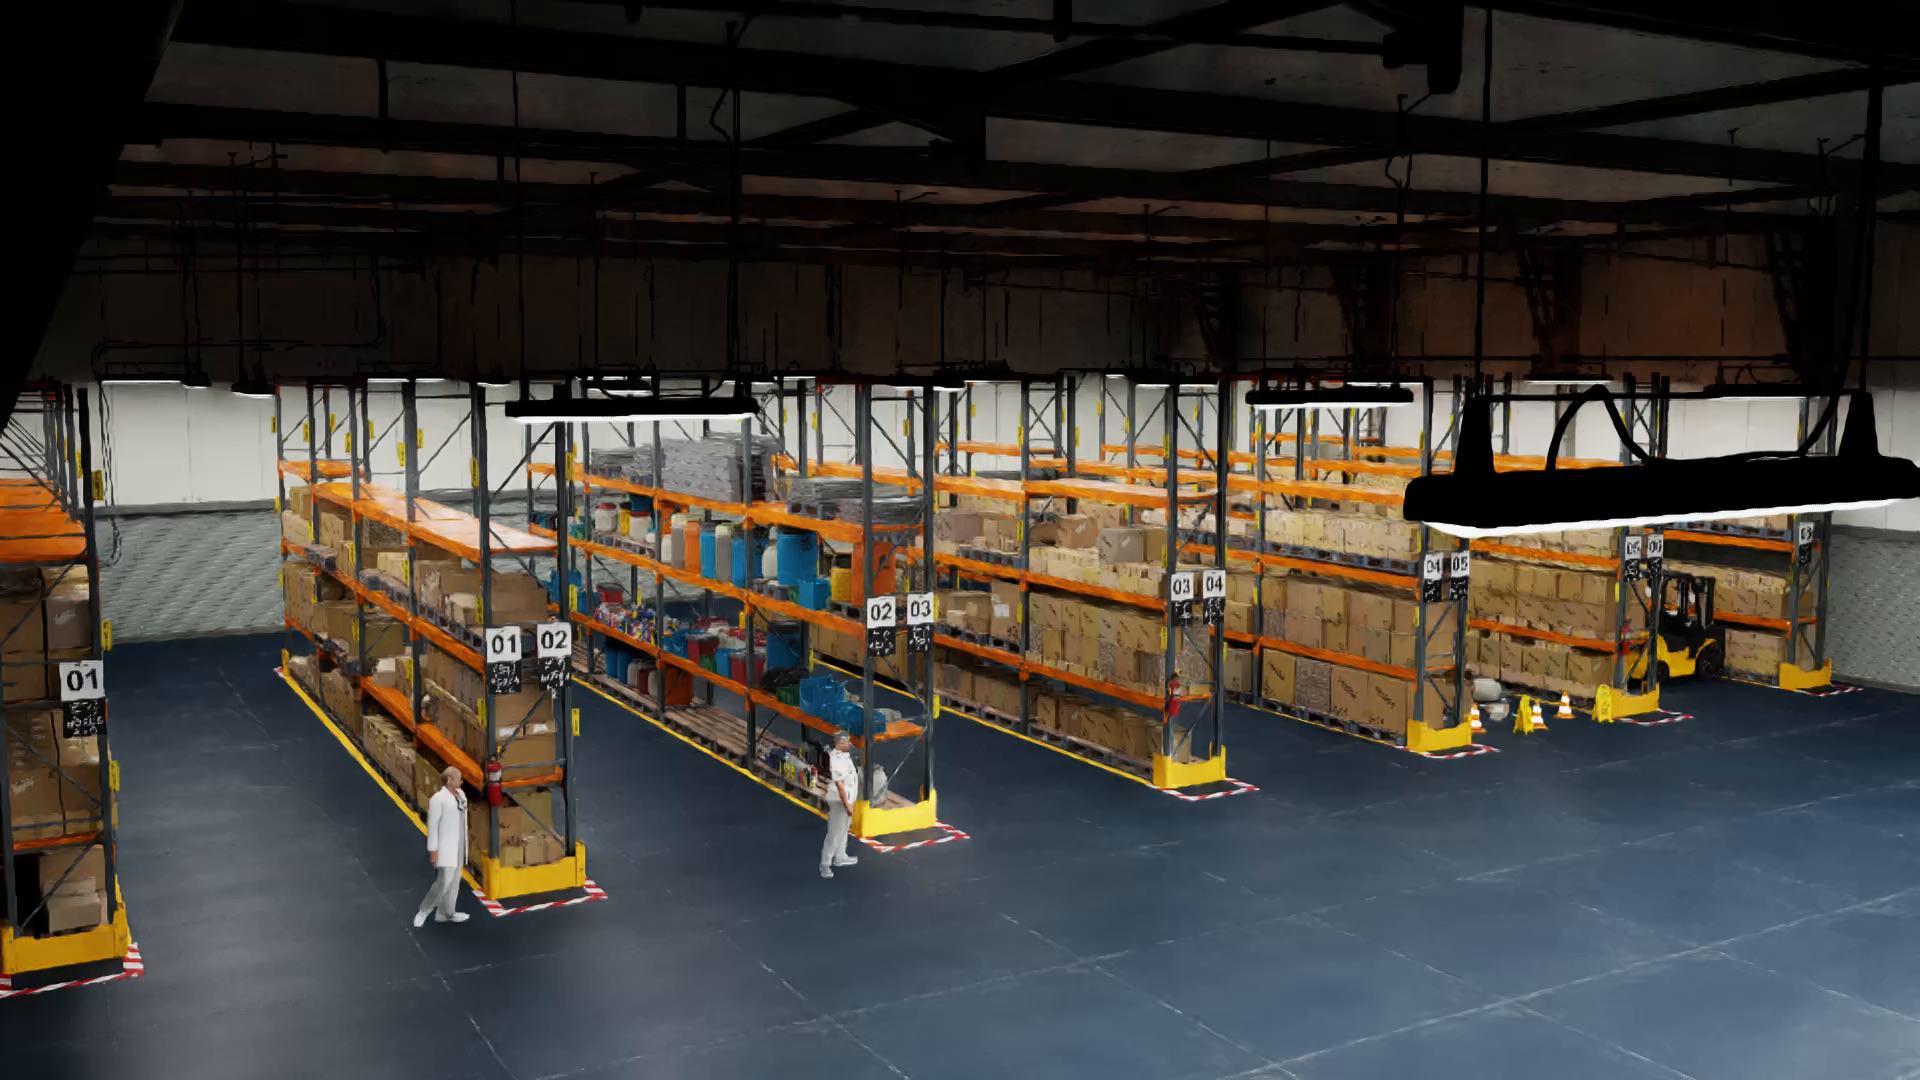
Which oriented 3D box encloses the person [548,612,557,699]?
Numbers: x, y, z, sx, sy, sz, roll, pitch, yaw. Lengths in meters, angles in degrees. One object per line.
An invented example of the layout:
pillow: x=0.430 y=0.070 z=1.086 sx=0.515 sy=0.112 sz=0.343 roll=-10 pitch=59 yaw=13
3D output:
person: x=-7.604 y=2.129 z=31.059 sx=0.445 sy=1.591 sz=1.110 roll=-4 pitch=7 yaw=-32

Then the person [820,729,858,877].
person: x=-1.495 y=3.223 z=20.517 sx=0.470 sy=1.744 sz=0.730 roll=0 pitch=6 yaw=1

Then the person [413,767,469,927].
person: x=-5.769 y=3.421 z=18.556 sx=0.520 sy=1.774 sz=0.748 roll=2 pitch=7 yaw=17
